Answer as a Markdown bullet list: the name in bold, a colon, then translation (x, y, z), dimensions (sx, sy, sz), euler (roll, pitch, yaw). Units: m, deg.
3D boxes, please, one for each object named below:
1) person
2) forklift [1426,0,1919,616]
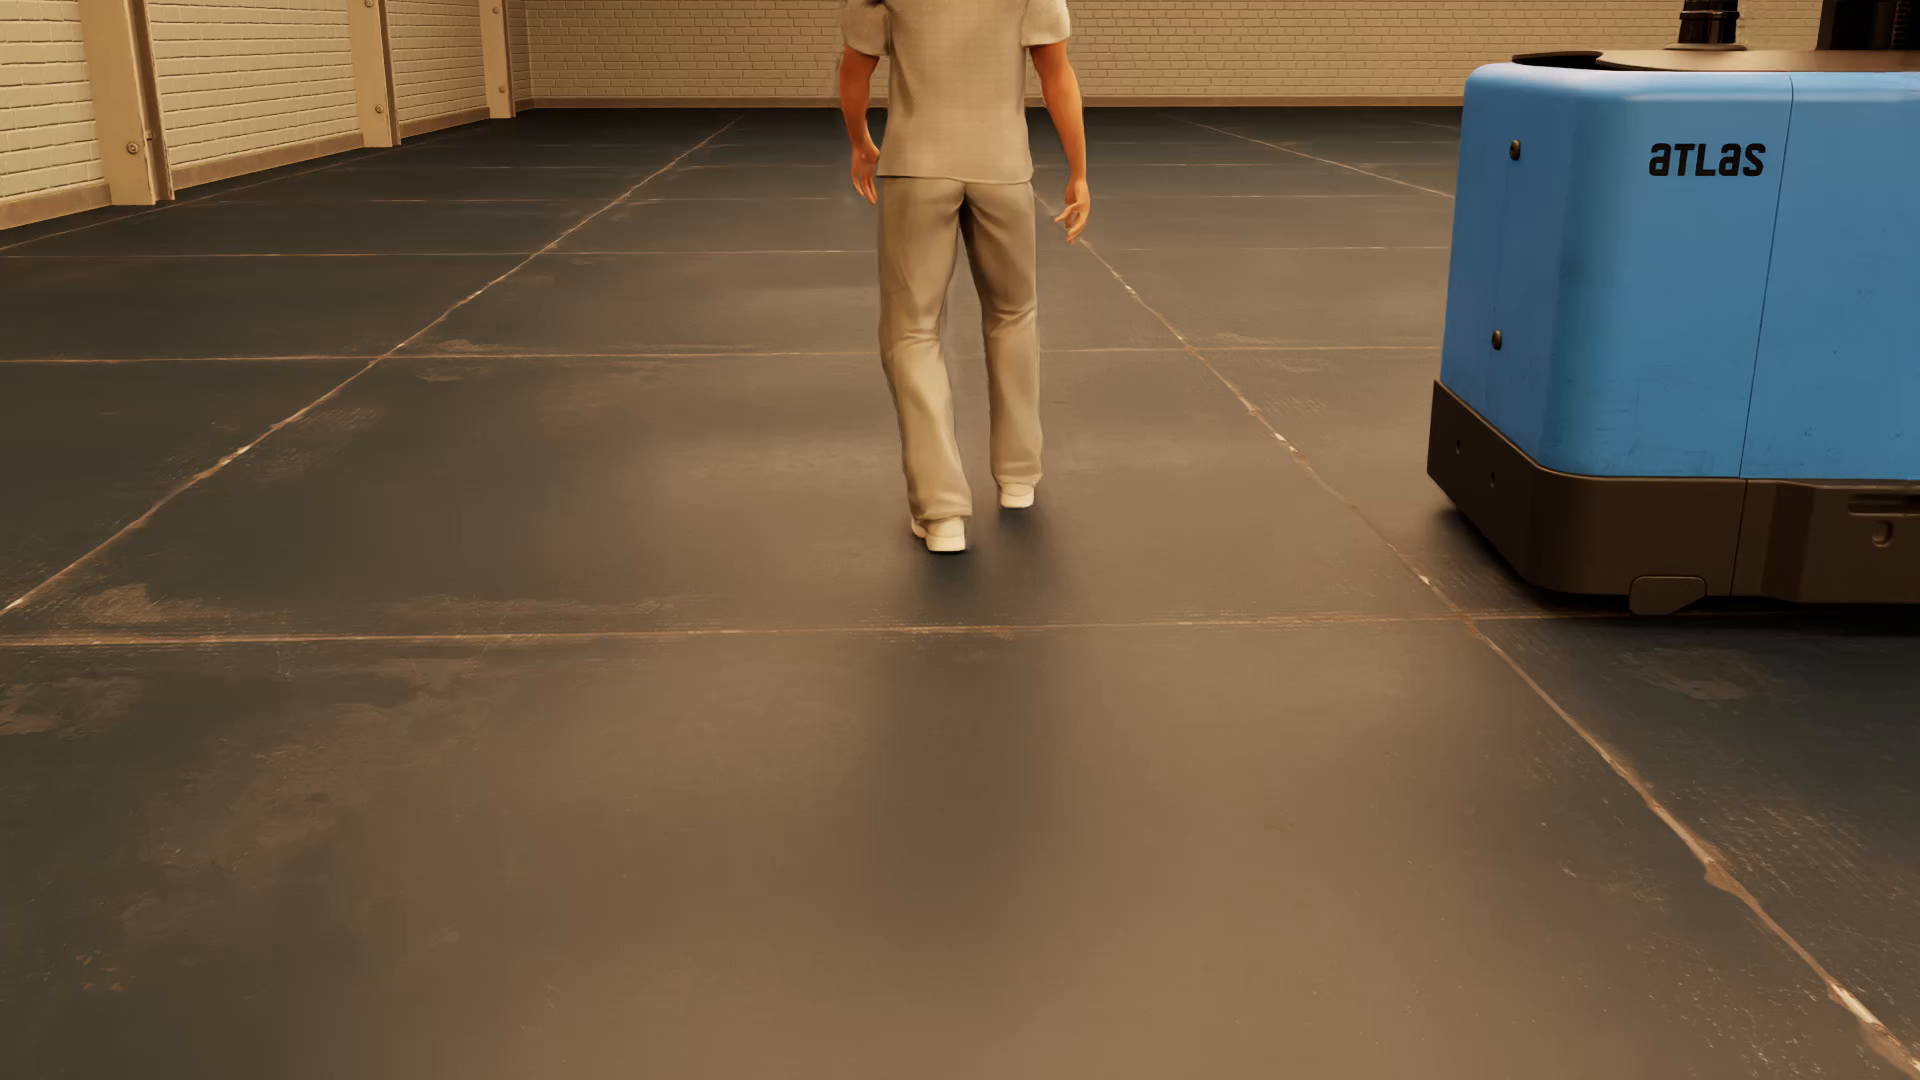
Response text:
- **person**: translation (0.010, -0.833, 3.876), dimensions (0.556, 1.626, 0.652), euler (-3, 17, -11)
- **forklift**: translation (2.684, -1.361, 3.357), dimensions (3.031, 2.935, 1.130), euler (1, 17, 2)
